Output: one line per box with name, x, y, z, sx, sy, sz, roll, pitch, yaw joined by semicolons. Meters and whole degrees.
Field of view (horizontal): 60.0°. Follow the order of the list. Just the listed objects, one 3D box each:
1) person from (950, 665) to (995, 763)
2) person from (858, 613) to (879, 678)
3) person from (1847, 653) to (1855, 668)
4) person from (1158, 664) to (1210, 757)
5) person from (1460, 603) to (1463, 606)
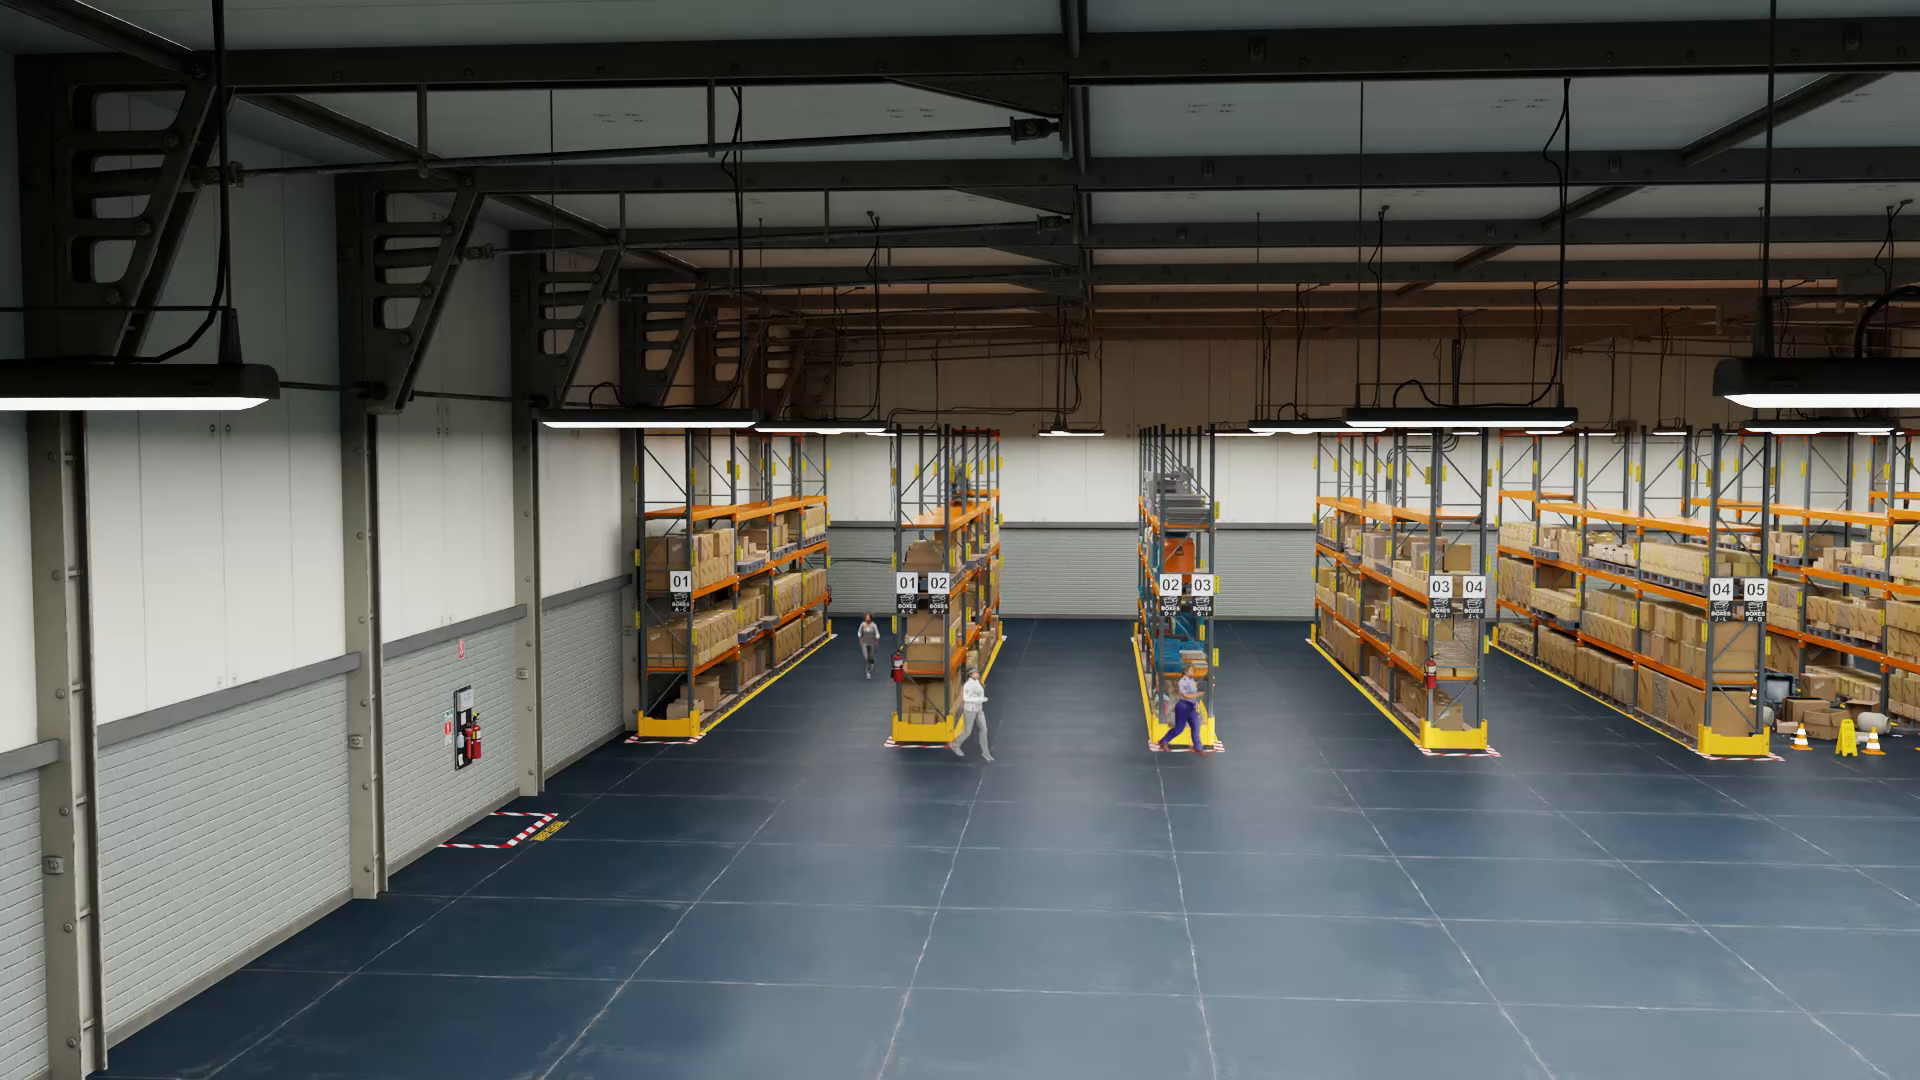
person;0.215;3.070;29.569;0.859;1.736;0.605;2;4;34
person;-2.203;2.571;40.002;0.525;1.465;0.681;0;3;-1
person;21.884;2.396;41.127;0.550;1.623;0.883;0;3;2
person;4.033;3.063;29.900;0.933;1.639;0.598;2;4;25
person;14.261;2.038;46.824;0.682;1.706;0.599;3;5;40
